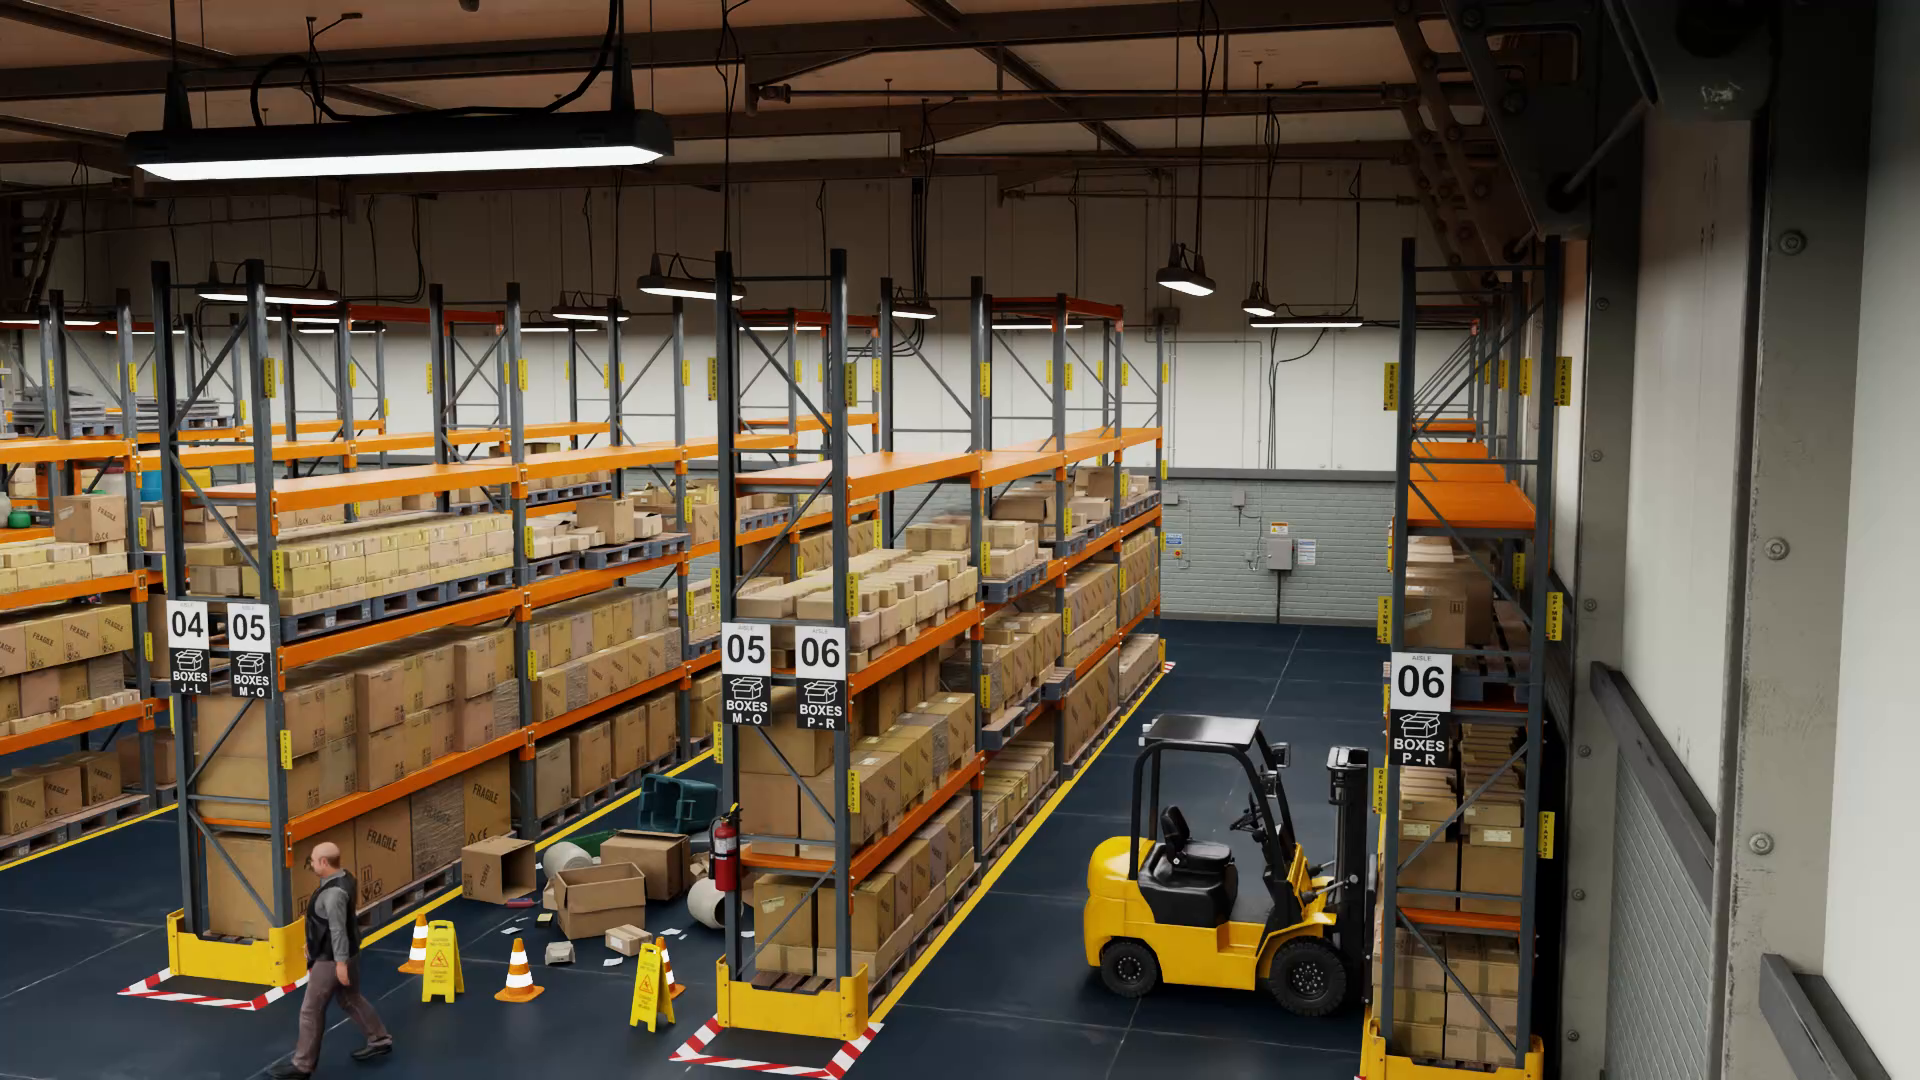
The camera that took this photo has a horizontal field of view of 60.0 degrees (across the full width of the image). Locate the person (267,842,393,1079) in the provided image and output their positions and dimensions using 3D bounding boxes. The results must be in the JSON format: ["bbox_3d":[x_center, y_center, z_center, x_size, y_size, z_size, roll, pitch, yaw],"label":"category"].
[{"bbox_3d":[-4.620,3.048,12.166,0.830,1.700,0.564,-1,6,-11],"label":"person"}]
